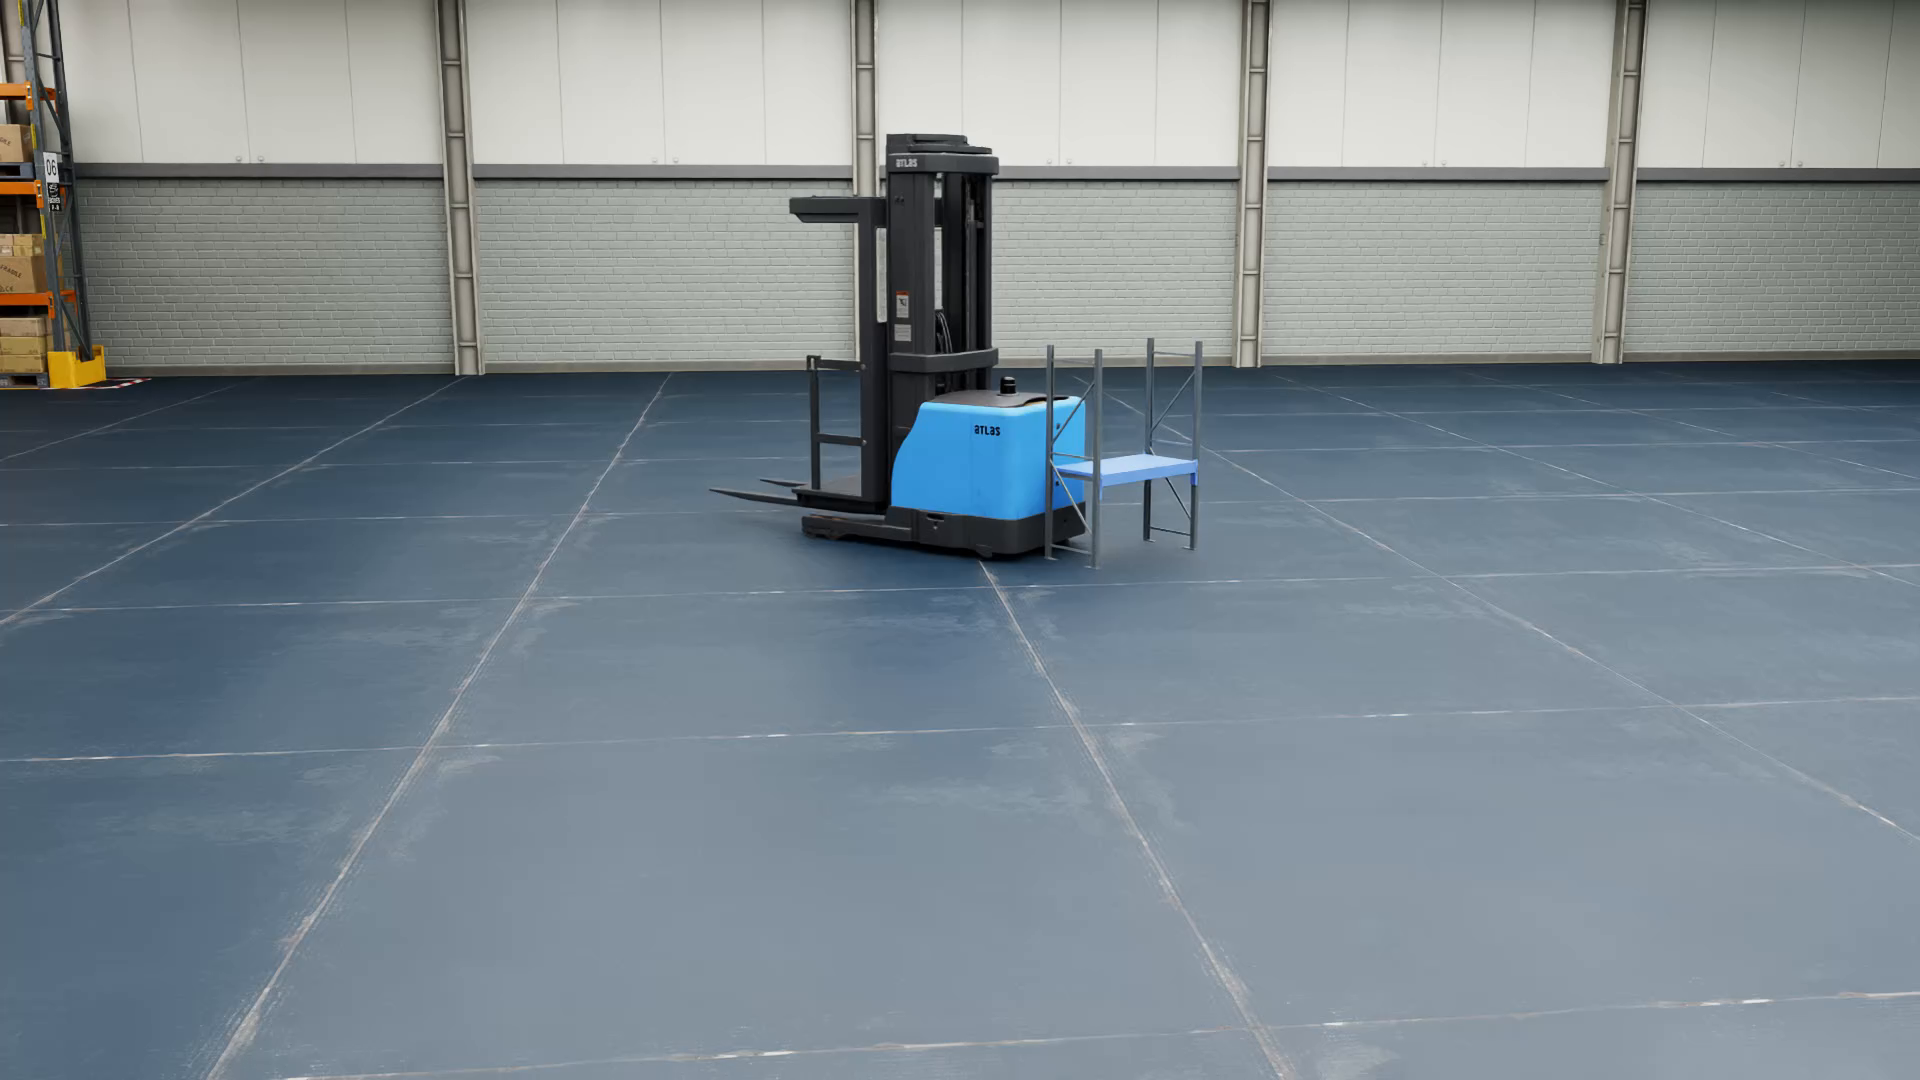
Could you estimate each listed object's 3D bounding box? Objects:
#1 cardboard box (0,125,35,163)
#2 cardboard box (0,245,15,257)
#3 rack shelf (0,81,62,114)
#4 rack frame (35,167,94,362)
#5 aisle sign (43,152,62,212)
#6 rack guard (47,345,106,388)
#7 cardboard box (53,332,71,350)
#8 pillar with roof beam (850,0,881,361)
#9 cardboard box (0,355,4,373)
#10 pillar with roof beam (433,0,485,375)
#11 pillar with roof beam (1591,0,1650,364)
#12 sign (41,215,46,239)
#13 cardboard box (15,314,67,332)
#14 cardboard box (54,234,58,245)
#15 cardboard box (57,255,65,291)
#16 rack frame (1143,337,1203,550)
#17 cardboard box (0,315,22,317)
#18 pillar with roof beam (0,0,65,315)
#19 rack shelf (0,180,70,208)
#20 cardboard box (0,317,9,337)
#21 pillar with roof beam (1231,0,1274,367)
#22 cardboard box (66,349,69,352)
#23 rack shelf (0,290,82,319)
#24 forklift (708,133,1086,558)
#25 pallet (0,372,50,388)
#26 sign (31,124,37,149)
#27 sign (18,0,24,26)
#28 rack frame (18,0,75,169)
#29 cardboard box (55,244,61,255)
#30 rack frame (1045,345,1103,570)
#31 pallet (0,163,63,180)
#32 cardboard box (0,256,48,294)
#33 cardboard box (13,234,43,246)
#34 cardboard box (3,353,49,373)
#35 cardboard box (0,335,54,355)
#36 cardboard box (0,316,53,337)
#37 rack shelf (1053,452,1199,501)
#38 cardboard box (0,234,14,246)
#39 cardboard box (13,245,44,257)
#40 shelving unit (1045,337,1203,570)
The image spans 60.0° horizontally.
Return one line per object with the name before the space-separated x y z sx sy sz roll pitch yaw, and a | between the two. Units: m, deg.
cardboard box | -12.981 -5.415 22.752 0.500 0.500 0.500 -1 11 -4
cardboard box | -13.133 -3.990 22.947 0.250 0.149 0.380 -1 11 -5
rack shelf | -14.556 -6.047 22.703 4.000 0.370 1.077 -1 11 -6
rack frame | -12.568 -3.695 23.386 0.127 3.000 1.000 -1 11 -6
aisle sign | -12.471 -4.915 22.855 0.004 0.787 0.394 -1 11 -6
rack guard | -12.544 -2.469 23.629 0.348 0.500 1.175 -1 11 -6
cardboard box | -13.058 -2.827 23.715 0.500 0.250 0.500 -1 11 -5
pillar with roof beam | -0.963 -6.221 20.685 0.400 9.000 9.100 -1 11 -6
cardboard box | -13.496 -2.473 23.209 0.500 0.250 0.500 -1 11 -6
pillar with roof beam | -6.927 -6.096 20.049 0.400 9.000 9.100 -1 11 -6
pillar with roof beam | 10.967 -6.471 21.956 0.400 9.000 9.100 -1 11 -6
sign | -12.523 -4.275 22.720 0.005 0.325 0.100 -1 11 -6
cardboard box | -13.066 -3.068 23.648 0.500 0.250 0.500 -1 11 -7
cardboard box | -12.925 -4.242 23.458 0.250 0.149 0.380 -1 11 -7
cardboard box | -13.090 -3.787 23.595 0.500 0.500 0.500 -1 11 -4
rack frame | 1.534 -0.699 12.033 0.032 1.500 0.500 -10 15 -40
cardboard box | -13.562 -3.057 23.591 0.500 0.250 0.500 -1 11 -6
pillar with roof beam | -12.892 -5.971 19.413 0.400 9.000 9.100 -1 11 -6
rack shelf | -14.556 -4.772 22.954 4.000 0.370 1.077 -1 11 -6
cardboard box | -13.499 -2.961 23.101 0.500 0.250 0.500 -1 11 -5
pillar with roof beam | 5.002 -6.346 21.320 0.400 9.000 9.100 -1 11 -6
cardboard box | -13.077 -2.579 23.749 0.500 0.250 0.500 -1 11 -6
rack shelf | -14.556 -3.300 23.243 4.000 0.370 1.077 -1 11 -6
forklift | -0.577 -1.512 12.460 3.031 2.935 1.130 8 13 34
pallet | -13.323 -2.303 23.533 1.213 0.211 1.003 -1 11 -6
sign | -12.523 -5.458 22.488 0.005 0.325 0.100 -1 11 -6
sign | -12.523 -7.031 22.178 0.005 0.325 0.100 -1 11 -6
rack frame | -12.568 -6.638 22.807 0.127 3.000 1.000 -1 11 -6
cardboard box | -12.933 -4.105 23.531 0.250 0.149 0.380 -1 11 -8
rack frame | 0.772 -0.569 11.374 0.032 1.500 0.500 -10 15 -40
pallet | -13.273 -5.113 23.055 1.213 0.211 1.003 -1 11 -6
cardboard box | -13.029 -3.683 23.068 0.500 0.500 0.500 -1 11 -7
cardboard box | -12.901 -4.160 23.041 0.250 0.149 0.380 -1 11 -6
cardboard box | -13.001 -2.481 23.252 0.500 0.250 0.500 -1 11 -6
cardboard box | -13.018 -2.727 23.206 0.500 0.250 0.500 -1 11 -7
cardboard box | -12.992 -2.973 23.161 0.500 0.250 0.500 -1 11 -4
rack shelf | 1.153 -0.457 11.738 1.000 0.185 0.538 -10 15 -40
cardboard box | -13.143 -4.149 22.985 0.250 0.149 0.380 -1 11 -6
cardboard box | -12.882 -4.001 23.003 0.250 0.149 0.380 -1 11 -5
shelving unit | 1.153 -0.634 11.704 1.048 1.500 0.538 -10 15 -40
